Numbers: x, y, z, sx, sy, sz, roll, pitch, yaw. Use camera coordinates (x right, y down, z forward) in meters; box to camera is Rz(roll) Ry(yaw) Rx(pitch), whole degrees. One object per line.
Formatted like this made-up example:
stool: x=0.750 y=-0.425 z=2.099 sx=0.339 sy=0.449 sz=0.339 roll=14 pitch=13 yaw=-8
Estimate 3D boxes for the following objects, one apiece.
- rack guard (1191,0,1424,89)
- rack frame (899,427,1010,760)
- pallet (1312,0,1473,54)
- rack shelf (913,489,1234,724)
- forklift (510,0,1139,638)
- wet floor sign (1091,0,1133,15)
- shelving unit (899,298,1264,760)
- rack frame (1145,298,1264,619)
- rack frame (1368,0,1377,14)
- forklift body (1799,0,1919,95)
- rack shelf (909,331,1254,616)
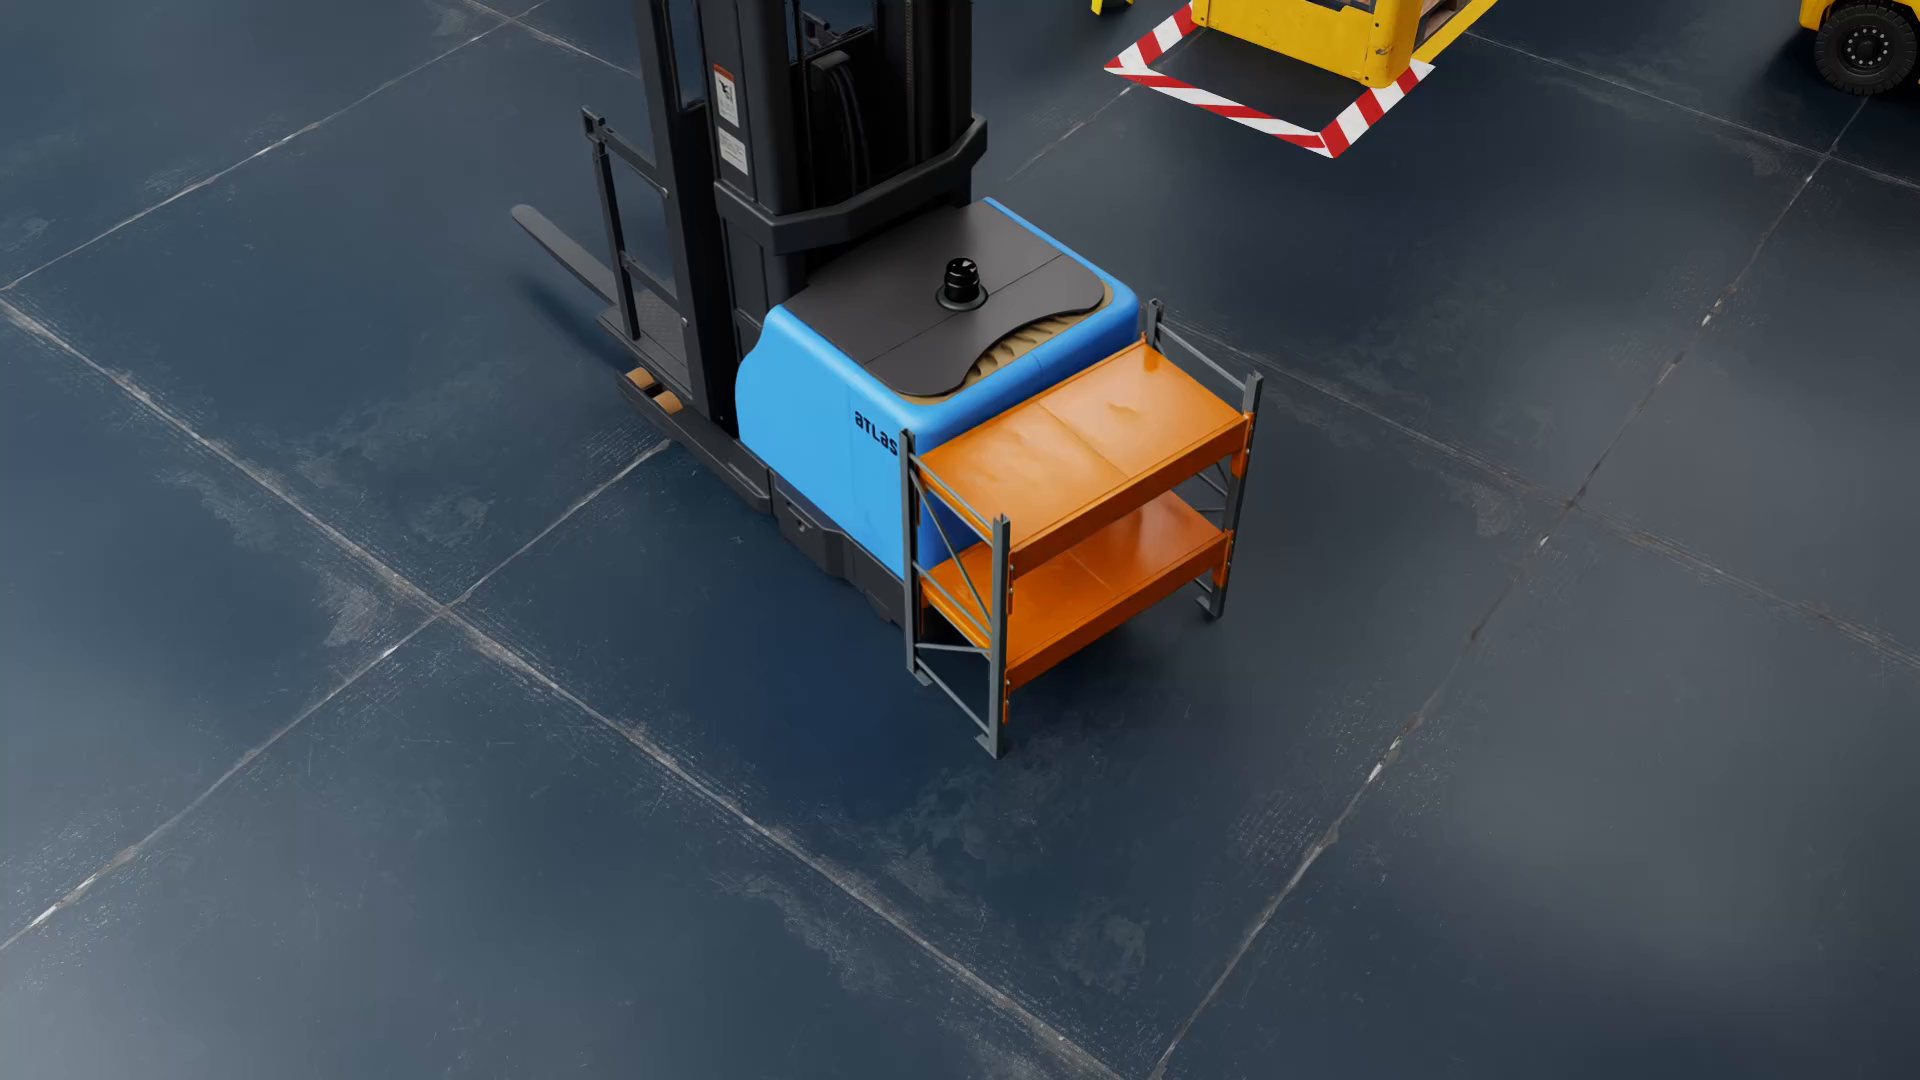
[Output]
rack guard: x=1.781 y=-2.800 z=8.579 sx=1.175 sy=0.500 sz=0.348 roll=29 pitch=53 yaw=25
rack frame: x=-0.021 y=0.196 z=5.285 sx=0.032 sy=1.125 sz=0.500 roll=-29 pitch=53 yaw=-25
pallet: x=2.306 y=-3.149 z=9.112 sx=1.003 sy=0.211 sz=1.213 roll=29 pitch=53 yaw=25
rack shelf: x=0.381 y=0.139 z=5.677 sx=1.000 sy=0.278 sz=0.538 roll=-29 pitch=53 yaw=-25
forklift: x=-0.734 y=-1.658 z=5.807 sx=1.130 sy=2.935 sz=3.031 roll=-33 pitch=54 yaw=-27
wet floor sign: x=0.771 y=-3.171 z=8.832 sx=0.232 sy=0.644 sz=0.267 roll=-25 pitch=51 yaw=-22
shelving unit: x=0.381 y=-0.030 z=5.501 sx=1.048 sy=1.125 sz=0.538 roll=-29 pitch=53 yaw=-25
rack frame: x=0.782 y=-0.256 z=5.716 sx=0.032 sy=1.125 sz=0.500 roll=-29 pitch=53 yaw=-25
rack frame: x=1.734 y=-3.619 z=7.633 sx=1.000 sy=3.000 sz=0.127 roll=29 pitch=53 yaw=25
forklift body: x=5.380 y=-3.026 z=7.653 sx=2.313 sy=2.155 sz=1.214 roll=29 pitch=53 yaw=25
rack shelf: x=0.381 y=-0.232 z=5.289 sx=1.000 sy=0.278 sz=0.538 roll=-29 pitch=53 yaw=-25
